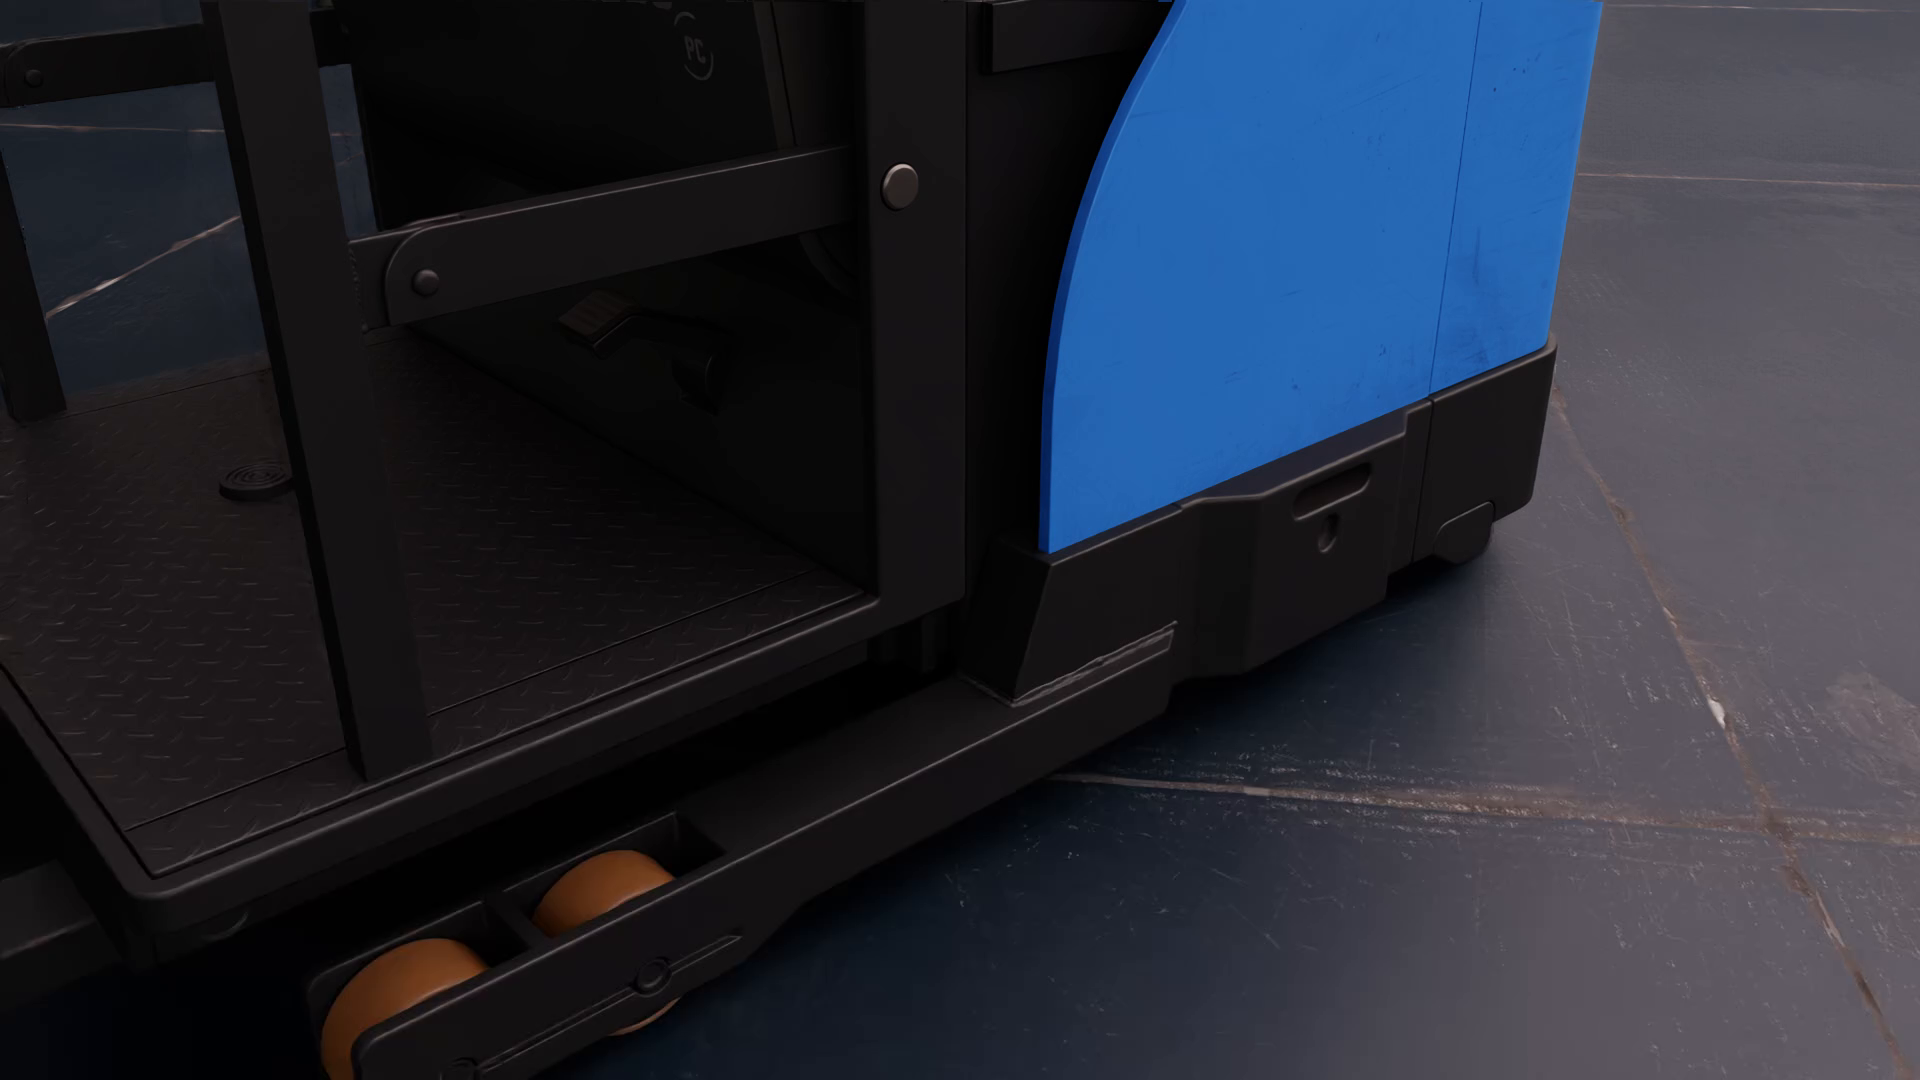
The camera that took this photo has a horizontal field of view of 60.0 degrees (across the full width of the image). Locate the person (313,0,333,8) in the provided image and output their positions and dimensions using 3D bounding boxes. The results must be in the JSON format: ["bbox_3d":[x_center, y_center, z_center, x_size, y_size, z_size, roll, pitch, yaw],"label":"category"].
[{"bbox_3d":[-0.845,-1.223,3.257,0.999,1.519,0.933,8,28,16],"label":"person"}]

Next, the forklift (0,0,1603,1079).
[{"bbox_3d":[-0.584,-1.055,1.331,3.031,2.935,1.130,-21,34,-36],"label":"forklift"}]
